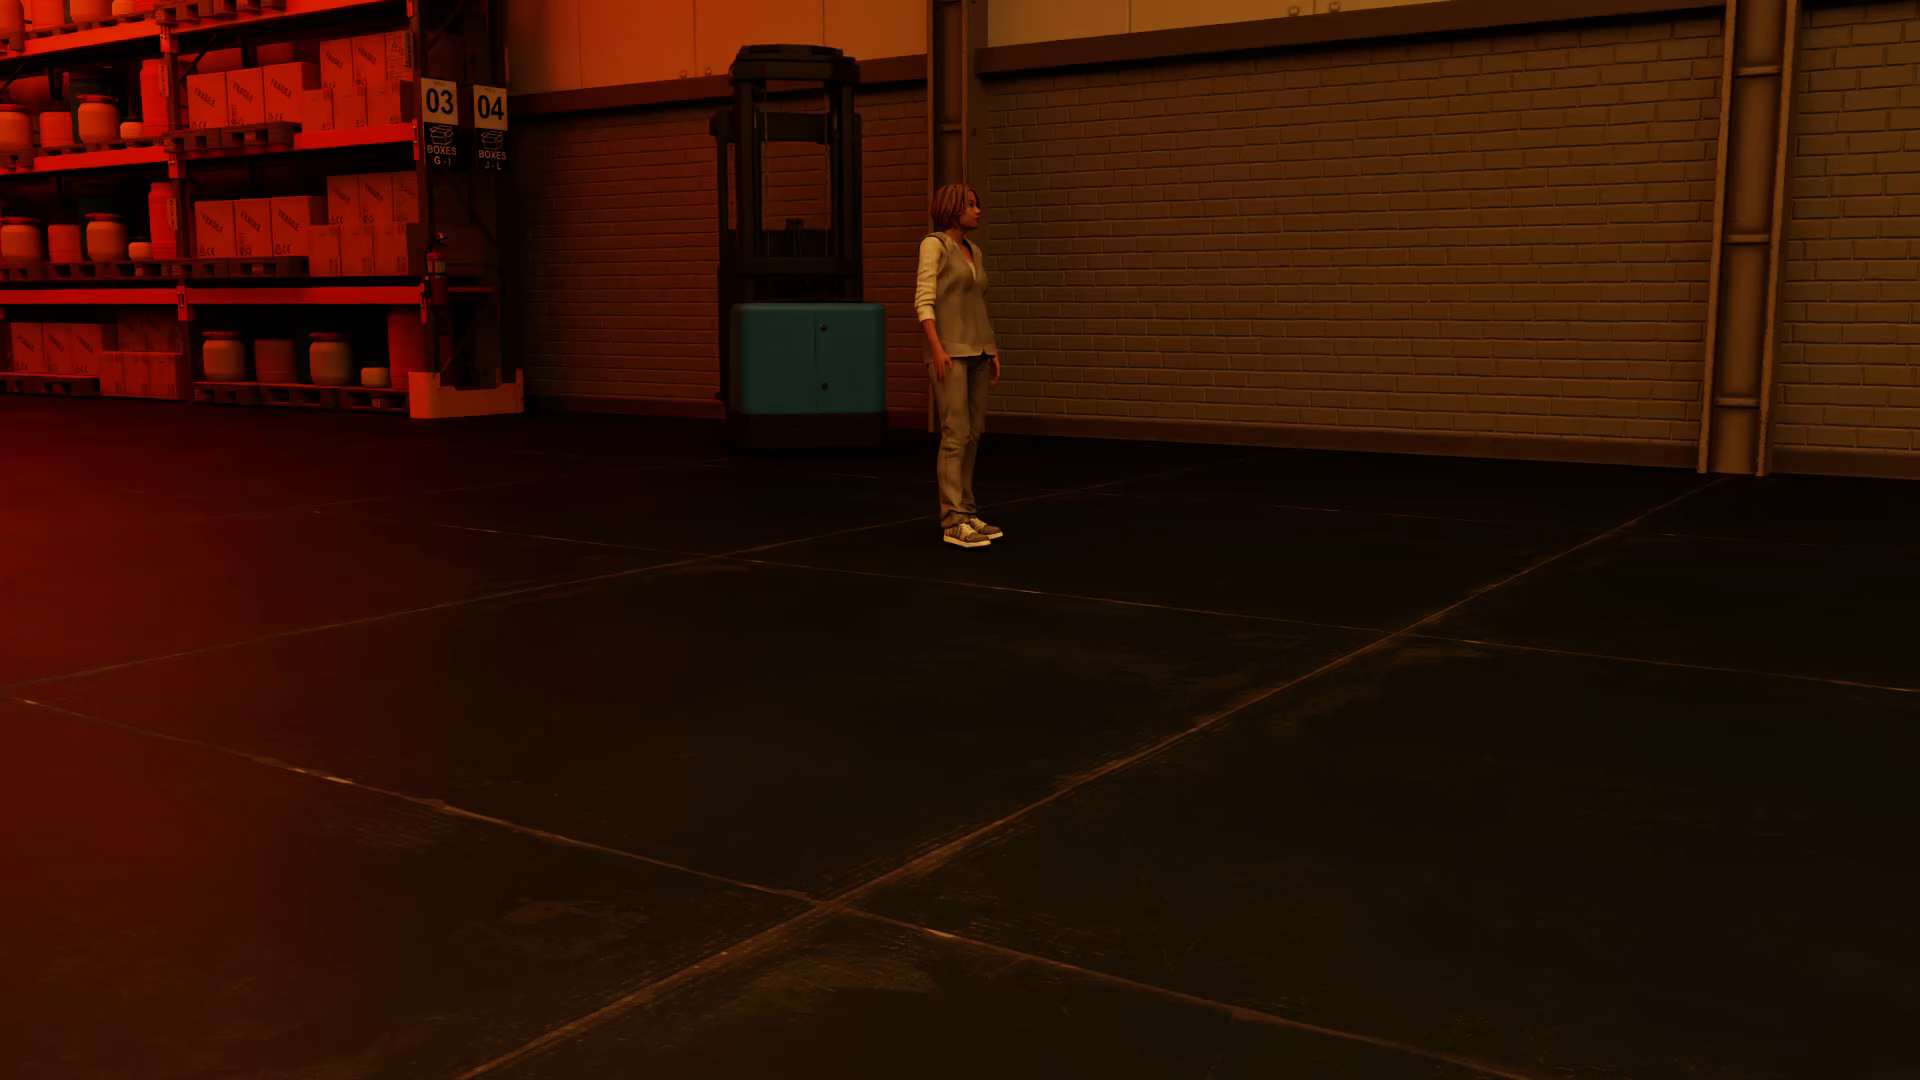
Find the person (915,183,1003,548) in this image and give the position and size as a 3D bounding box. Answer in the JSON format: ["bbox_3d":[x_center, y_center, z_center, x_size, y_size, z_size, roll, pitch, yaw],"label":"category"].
[{"bbox_3d":[0.054,-0.791,7.437,0.473,1.599,0.520,5,10,34],"label":"person"}]

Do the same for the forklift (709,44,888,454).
[{"bbox_3d":[-1.343,-2.236,12.915,1.130,2.935,3.031,-2,8,-13],"label":"forklift"}]
